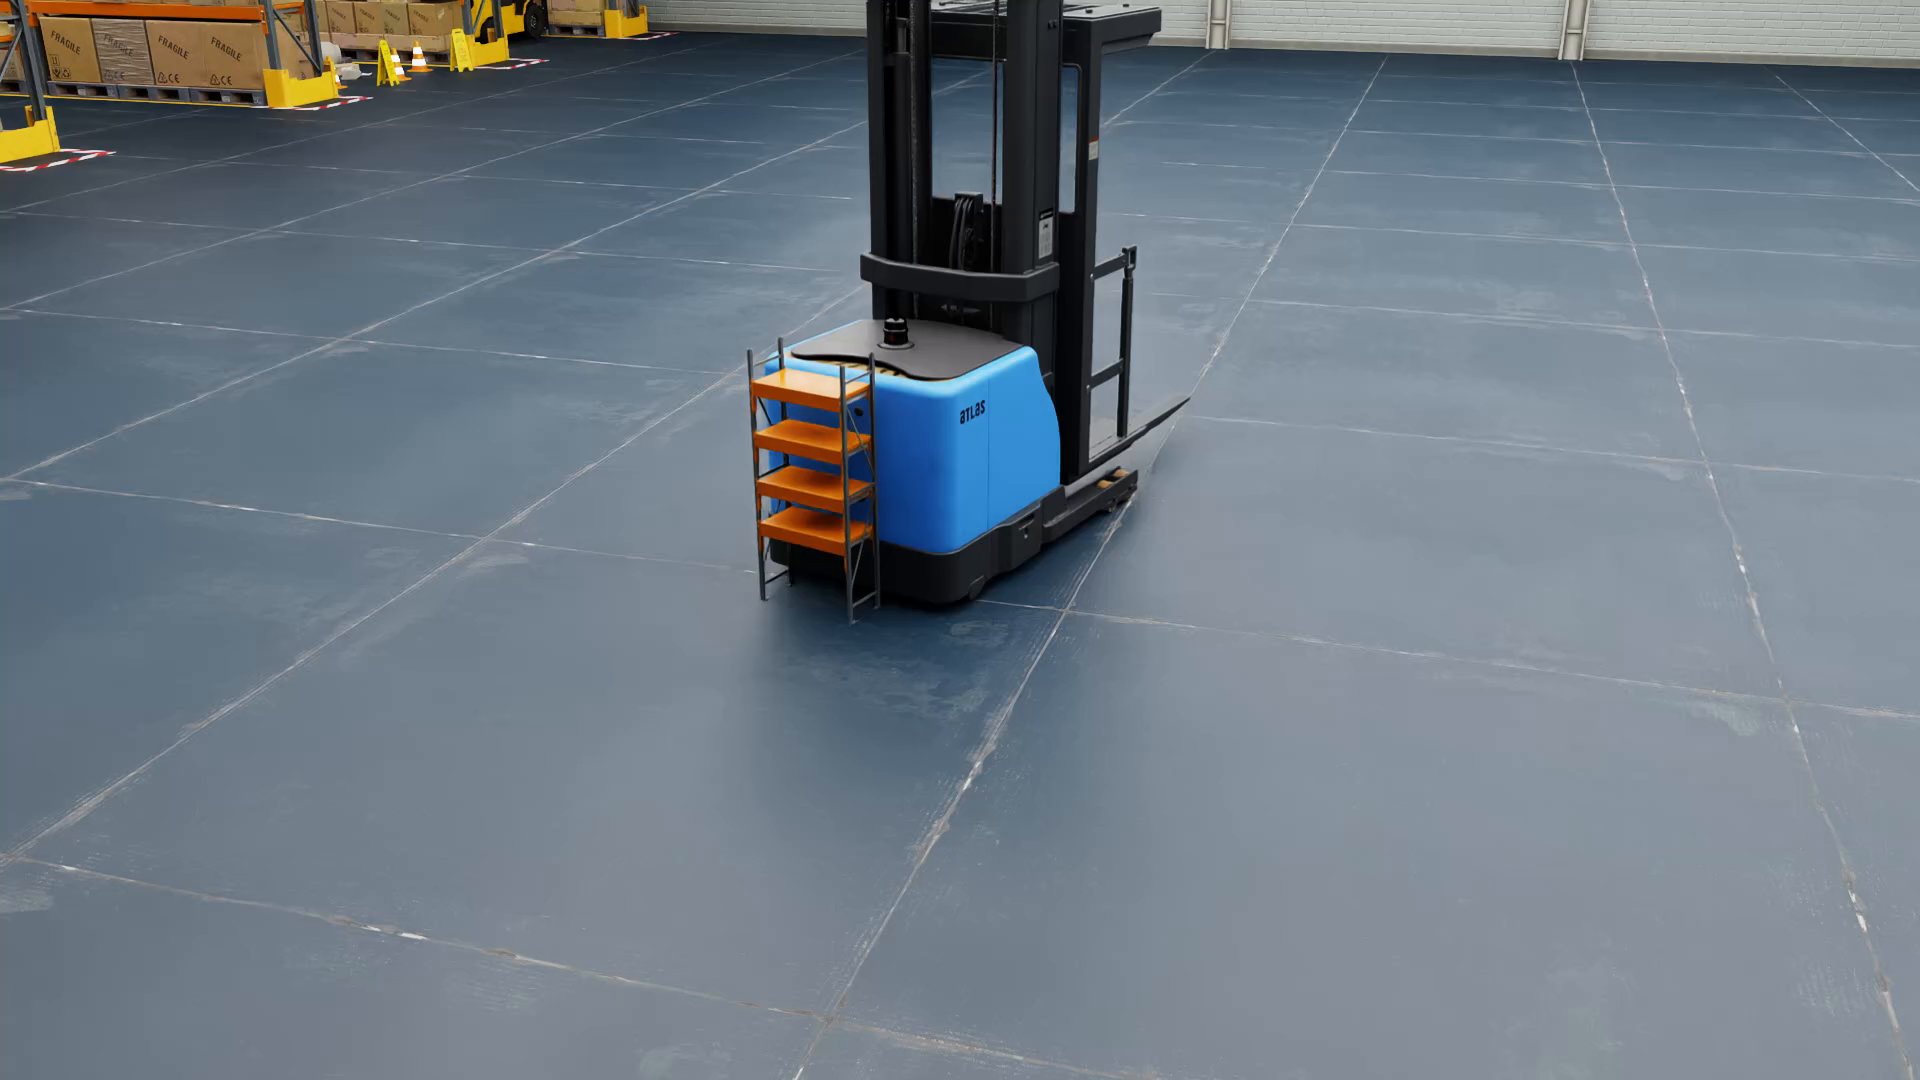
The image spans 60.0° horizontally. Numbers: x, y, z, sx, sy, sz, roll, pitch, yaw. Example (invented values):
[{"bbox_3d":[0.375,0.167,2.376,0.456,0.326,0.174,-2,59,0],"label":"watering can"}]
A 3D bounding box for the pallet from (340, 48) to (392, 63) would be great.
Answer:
[{"bbox_3d":[-9.883,-8.292,28.270,1.213,0.211,1.003,7,23,16],"label":"pallet"}]

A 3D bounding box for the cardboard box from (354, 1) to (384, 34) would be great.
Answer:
[{"bbox_3d":[-9.703,-8.714,27.705,0.500,0.500,0.500,6,23,14],"label":"cardboard box"}]

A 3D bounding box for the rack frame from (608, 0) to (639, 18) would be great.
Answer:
[{"bbox_3d":[-6.449,-11.141,31.542,0.127,3.000,1.000,7,23,16],"label":"rack frame"}]

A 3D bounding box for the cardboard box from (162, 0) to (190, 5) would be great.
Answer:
[{"bbox_3d":[-10.613,-7.781,23.152,0.550,0.550,0.875,7,23,16],"label":"cardboard box"}]

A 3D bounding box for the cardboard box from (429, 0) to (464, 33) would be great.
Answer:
[{"bbox_3d":[-8.594,-8.798,27.911,0.500,0.500,0.500,6,23,14],"label":"cardboard box"}]

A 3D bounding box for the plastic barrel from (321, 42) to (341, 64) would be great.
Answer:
[{"bbox_3d":[-10.294,-7.822,26.844,0.512,0.421,0.421,-14,26,-30],"label":"plastic barrel"}]

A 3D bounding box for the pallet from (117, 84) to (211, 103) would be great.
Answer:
[{"bbox_3d":[-11.164,-6.432,23.734,1.213,0.211,1.003,7,23,15],"label":"pallet"}]

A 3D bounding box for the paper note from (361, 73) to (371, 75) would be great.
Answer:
[{"bbox_3d":[-9.359,-7.344,26.197,0.142,0.019,0.148,-1,22,-3],"label":"paper note"}]

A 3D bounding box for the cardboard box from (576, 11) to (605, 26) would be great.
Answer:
[{"bbox_3d":[-6.990,-10.000,31.830,0.500,0.250,0.500,7,23,16],"label":"cardboard box"}]

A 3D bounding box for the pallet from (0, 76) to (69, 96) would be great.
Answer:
[{"bbox_3d":[-13.802,-6.734,24.471,1.213,0.211,1.003,7,23,16],"label":"pallet"}]

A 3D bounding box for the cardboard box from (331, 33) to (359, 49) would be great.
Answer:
[{"bbox_3d":[-10.198,-8.424,27.987,0.500,0.250,0.500,6,23,15],"label":"cardboard box"}]

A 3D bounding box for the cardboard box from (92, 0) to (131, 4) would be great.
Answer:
[{"bbox_3d":[-11.669,-7.846,23.310,0.550,0.550,0.875,7,23,16],"label":"cardboard box"}]

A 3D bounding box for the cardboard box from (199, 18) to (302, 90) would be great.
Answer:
[{"bbox_3d":[-9.880,-6.790,23.179,0.875,0.875,0.875,7,23,16],"label":"cardboard box"}]

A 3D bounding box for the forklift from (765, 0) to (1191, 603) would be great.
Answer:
[{"bbox_3d":[0.291,-1.584,8.331,1.130,2.935,3.031,13,26,29],"label":"forklift"}]

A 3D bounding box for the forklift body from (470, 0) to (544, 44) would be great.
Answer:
[{"bbox_3d":[-8.791,-10.294,30.594,1.214,2.155,2.313,7,23,16],"label":"forklift body"}]

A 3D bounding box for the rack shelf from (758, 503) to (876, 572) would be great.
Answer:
[{"bbox_3d":[-0.640,-0.014,7.484,0.480,0.148,0.258,13,26,29],"label":"rack shelf"}]

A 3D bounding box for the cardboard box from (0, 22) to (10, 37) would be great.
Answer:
[{"bbox_3d":[-10.945,-5.739,18.702,0.250,0.149,0.380,7,23,16],"label":"cardboard box"}]

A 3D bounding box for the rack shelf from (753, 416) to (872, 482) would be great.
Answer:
[{"bbox_3d":[-0.642,-0.404,7.321,0.480,0.148,0.258,13,26,29],"label":"rack shelf"}]

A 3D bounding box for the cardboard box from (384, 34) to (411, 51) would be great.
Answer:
[{"bbox_3d":[-9.224,-8.310,27.710,0.500,0.250,0.500,7,23,16],"label":"cardboard box"}]

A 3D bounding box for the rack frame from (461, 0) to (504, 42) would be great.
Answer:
[{"bbox_3d":[-7.879,-9.338,27.144,0.127,3.000,1.000,7,23,16],"label":"rack frame"}]

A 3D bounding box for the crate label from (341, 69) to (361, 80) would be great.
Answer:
[{"bbox_3d":[-9.429,-7.215,25.741,0.298,0.136,0.250,-5,23,-12],"label":"crate label"}]

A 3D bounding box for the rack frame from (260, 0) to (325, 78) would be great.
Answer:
[{"bbox_3d":[-9.212,-7.528,22.733,0.127,3.000,1.000,7,23,16],"label":"rack frame"}]

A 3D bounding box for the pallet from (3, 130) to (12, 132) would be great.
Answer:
[{"bbox_3d":[-11.582,-4.557,19.165,1.213,0.211,1.003,7,23,16],"label":"pallet"}]

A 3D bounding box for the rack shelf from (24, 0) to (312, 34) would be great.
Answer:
[{"bbox_3d":[-11.127,-7.414,23.404,4.000,0.370,1.077,7,23,16],"label":"rack shelf"}]

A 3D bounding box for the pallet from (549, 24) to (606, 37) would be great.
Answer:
[{"bbox_3d":[-7.193,-9.920,32.239,1.213,0.211,1.003,7,23,16],"label":"pallet"}]

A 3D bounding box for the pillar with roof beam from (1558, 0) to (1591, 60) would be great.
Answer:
[{"bbox_3d":[9.134,-10.783,22.764,0.400,9.000,9.100,7,23,16],"label":"pillar with roof beam"}]

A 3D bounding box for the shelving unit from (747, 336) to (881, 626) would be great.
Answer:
[{"bbox_3d":[-0.641,-0.259,7.382,0.503,1.200,0.258,13,26,29],"label":"shelving unit"}]

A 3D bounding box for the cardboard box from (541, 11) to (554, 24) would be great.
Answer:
[{"bbox_3d":[-7.939,-10.116,32.113,0.500,0.250,0.500,7,23,16],"label":"cardboard box"}]

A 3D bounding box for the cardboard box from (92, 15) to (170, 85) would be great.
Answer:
[{"bbox_3d":[-11.595,-6.986,23.658,0.875,0.875,0.875,7,23,16],"label":"cardboard box"}]

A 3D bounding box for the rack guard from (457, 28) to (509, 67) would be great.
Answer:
[{"bbox_3d":[-7.951,-8.189,27.639,0.348,0.500,1.175,7,23,16],"label":"rack guard"}]

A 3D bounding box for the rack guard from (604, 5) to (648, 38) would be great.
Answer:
[{"bbox_3d":[-6.426,-9.982,32.010,0.348,0.500,1.175,7,23,16],"label":"rack guard"}]

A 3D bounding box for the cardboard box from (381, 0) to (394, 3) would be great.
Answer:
[{"bbox_3d":[-9.332,-8.944,27.413,0.250,0.149,0.380,7,23,16],"label":"cardboard box"}]

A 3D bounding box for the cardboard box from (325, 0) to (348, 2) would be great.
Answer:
[{"bbox_3d":[-10.368,-9.063,27.702,0.250,0.149,0.380,8,24,19],"label":"cardboard box"}]

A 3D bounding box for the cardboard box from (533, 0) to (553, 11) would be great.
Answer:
[{"bbox_3d":[-7.982,-10.342,32.005,0.500,0.250,0.500,6,23,14],"label":"cardboard box"}]

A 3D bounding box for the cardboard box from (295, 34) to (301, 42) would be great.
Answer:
[{"bbox_3d":[-11.075,-8.009,27.196,0.500,0.500,0.500,-14,26,-30],"label":"cardboard box"}]

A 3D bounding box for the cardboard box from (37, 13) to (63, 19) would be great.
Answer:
[{"bbox_3d":[-16.175,-9.532,29.864,0.875,0.875,0.875,6,23,15],"label":"cardboard box"}]

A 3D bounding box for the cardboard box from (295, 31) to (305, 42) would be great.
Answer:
[{"bbox_3d":[-11.221,-8.535,28.259,0.500,0.250,0.500,5,23,13],"label":"cardboard box"}]

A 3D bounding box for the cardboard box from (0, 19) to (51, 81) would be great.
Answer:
[{"bbox_3d":[-13.662,-7.155,24.235,0.750,0.750,1.050,6,23,15],"label":"cardboard box"}]

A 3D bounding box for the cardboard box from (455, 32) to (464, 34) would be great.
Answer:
[{"bbox_3d":[-8.571,-8.449,28.047,0.500,0.250,0.500,6,23,15],"label":"cardboard box"}]

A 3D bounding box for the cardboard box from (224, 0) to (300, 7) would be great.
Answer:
[{"bbox_3d":[-9.580,-7.622,22.764,0.550,0.550,0.875,7,23,16],"label":"cardboard box"}]

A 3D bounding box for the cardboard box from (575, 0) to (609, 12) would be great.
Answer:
[{"bbox_3d":[-7.005,-10.235,31.742,0.500,0.250,0.500,6,23,15],"label":"cardboard box"}]

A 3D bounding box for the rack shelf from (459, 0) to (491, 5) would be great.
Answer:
[{"bbox_3d":[-9.793,-9.224,27.815,4.000,0.370,1.077,7,23,16],"label":"rack shelf"}]

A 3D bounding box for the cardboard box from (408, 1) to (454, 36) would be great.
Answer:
[{"bbox_3d":[-8.721,-8.600,27.427,0.500,0.500,0.500,7,23,16],"label":"cardboard box"}]

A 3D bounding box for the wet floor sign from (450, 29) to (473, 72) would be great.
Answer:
[{"bbox_3d":[-8.006,-7.839,26.593,0.232,0.644,0.267,16,27,34],"label":"wet floor sign"}]

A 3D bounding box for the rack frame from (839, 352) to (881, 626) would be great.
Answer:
[{"bbox_3d":[-0.433,-0.211,7.264,0.015,1.200,0.240,13,26,29],"label":"rack frame"}]

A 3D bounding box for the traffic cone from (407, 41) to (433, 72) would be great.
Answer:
[{"bbox_3d":[-8.663,-7.742,26.598,0.334,0.463,0.336,7,23,16],"label":"traffic cone"}]

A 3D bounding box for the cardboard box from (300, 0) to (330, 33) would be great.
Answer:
[{"bbox_3d":[-10.705,-8.828,27.984,0.500,0.500,0.500,8,23,18],"label":"cardboard box"}]
